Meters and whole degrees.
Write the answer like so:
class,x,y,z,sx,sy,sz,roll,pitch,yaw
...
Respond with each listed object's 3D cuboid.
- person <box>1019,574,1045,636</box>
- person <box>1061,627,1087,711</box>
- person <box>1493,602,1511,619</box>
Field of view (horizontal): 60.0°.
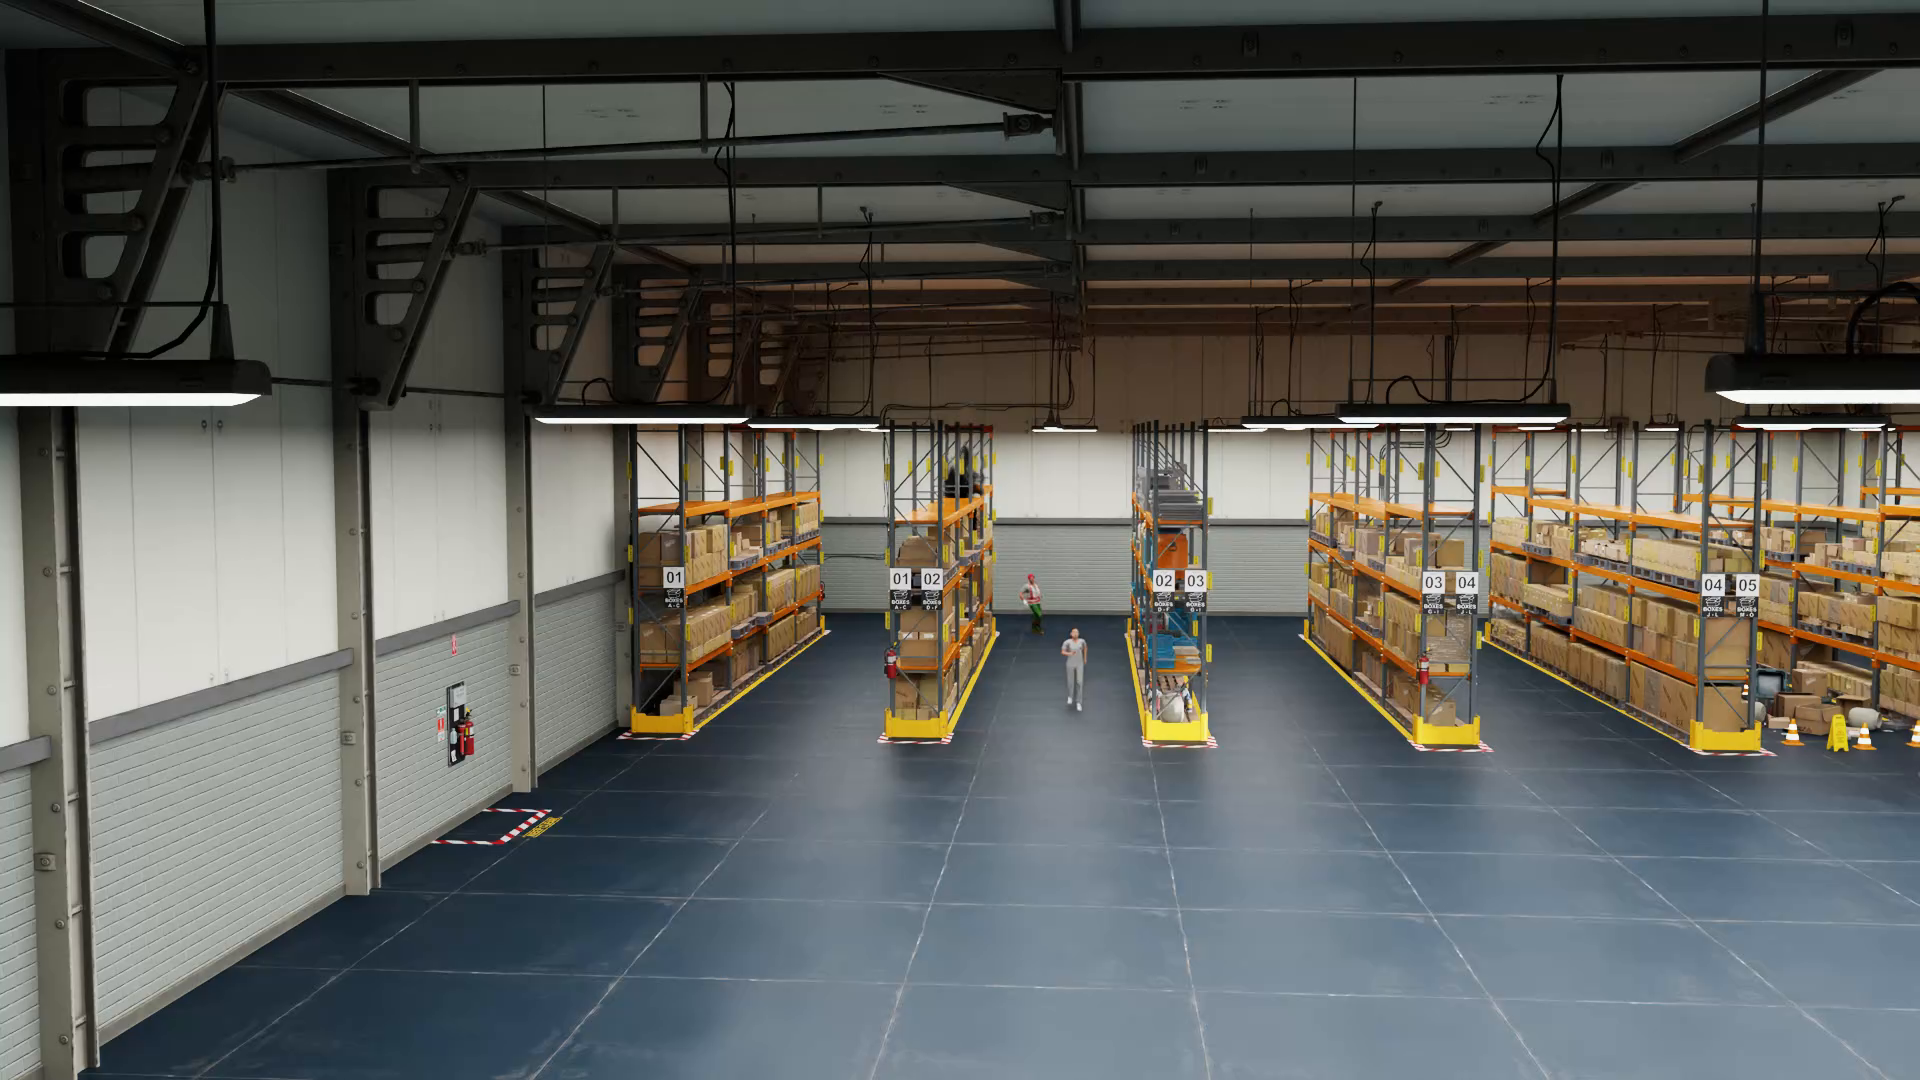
class,x,y,z,sx,sy,sz,roll,pitch,yaw
person,2.113,1.848,47.563,0.715,1.780,0.655,-3,5,-39
person,2.396,2.667,34.874,0.566,1.721,0.831,0,4,-3
person,15.566,1.887,47.642,0.780,1.623,0.796,3,5,39
